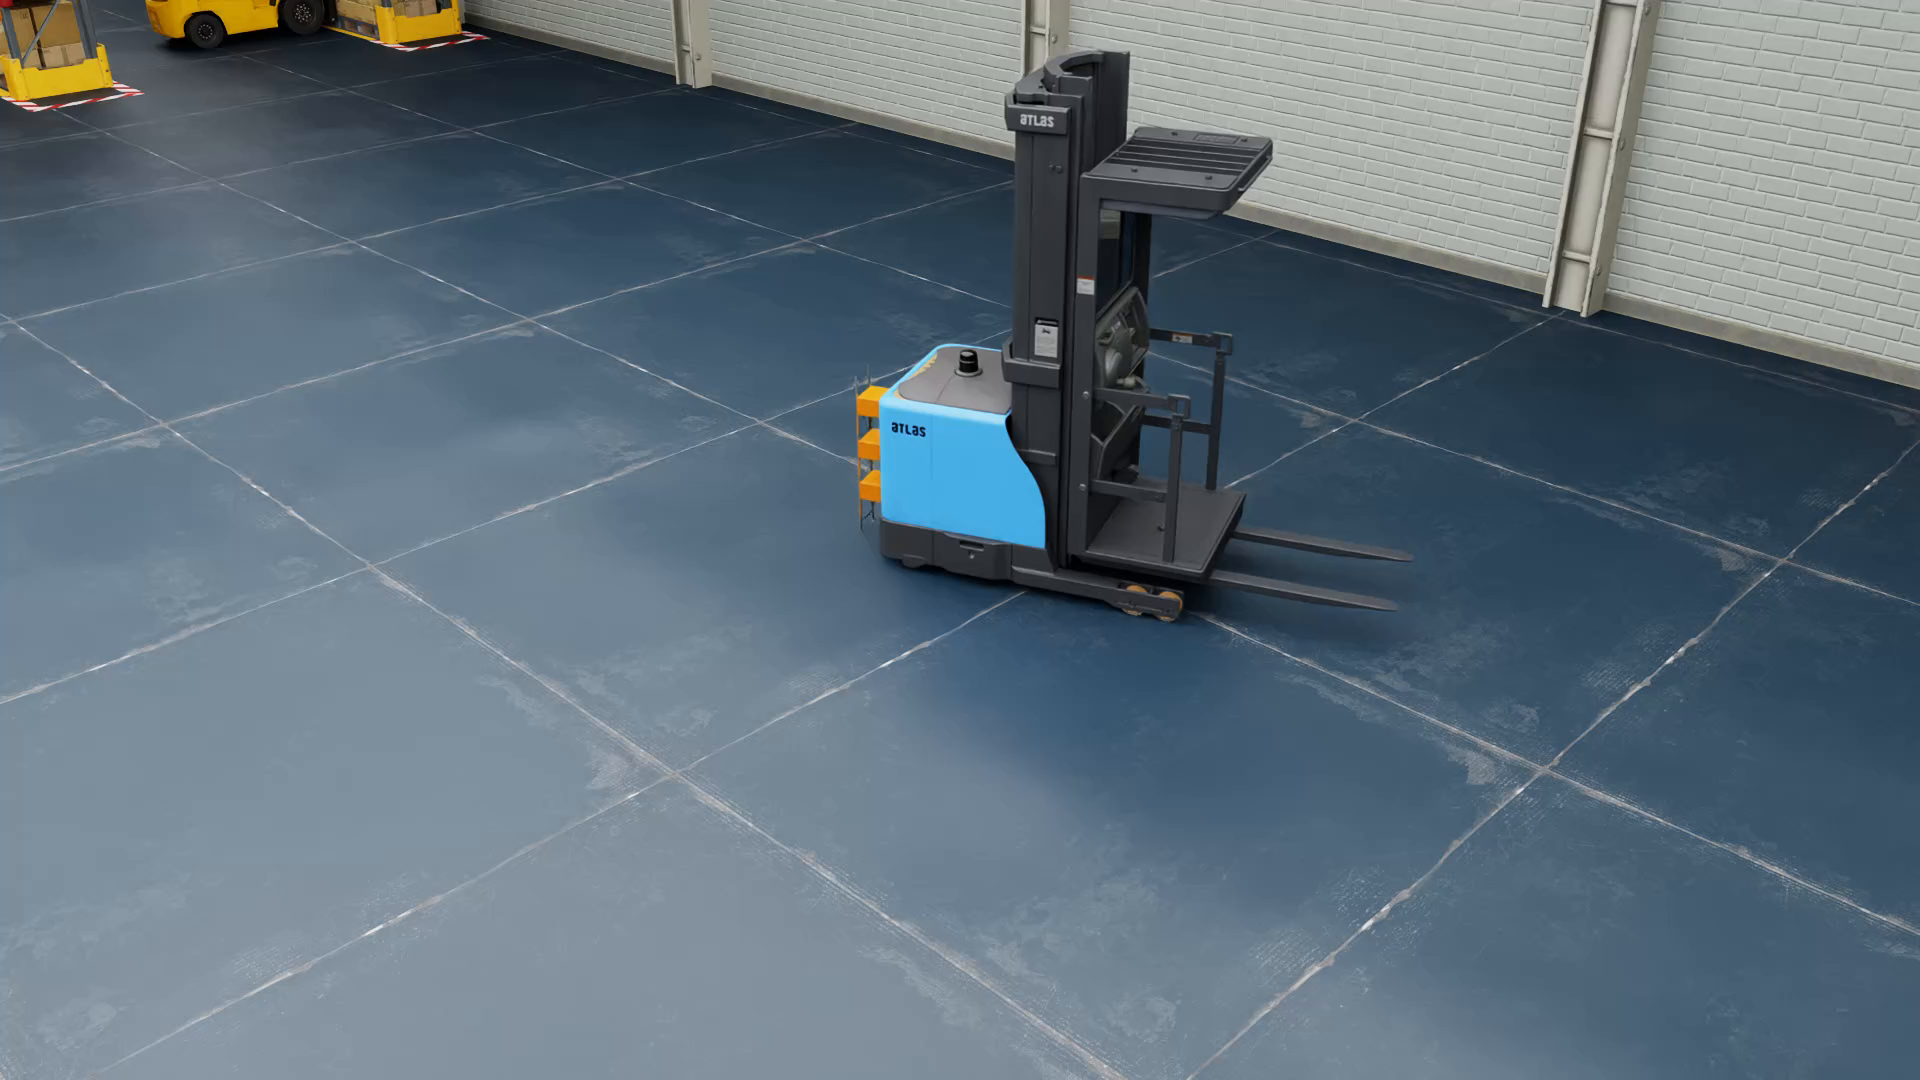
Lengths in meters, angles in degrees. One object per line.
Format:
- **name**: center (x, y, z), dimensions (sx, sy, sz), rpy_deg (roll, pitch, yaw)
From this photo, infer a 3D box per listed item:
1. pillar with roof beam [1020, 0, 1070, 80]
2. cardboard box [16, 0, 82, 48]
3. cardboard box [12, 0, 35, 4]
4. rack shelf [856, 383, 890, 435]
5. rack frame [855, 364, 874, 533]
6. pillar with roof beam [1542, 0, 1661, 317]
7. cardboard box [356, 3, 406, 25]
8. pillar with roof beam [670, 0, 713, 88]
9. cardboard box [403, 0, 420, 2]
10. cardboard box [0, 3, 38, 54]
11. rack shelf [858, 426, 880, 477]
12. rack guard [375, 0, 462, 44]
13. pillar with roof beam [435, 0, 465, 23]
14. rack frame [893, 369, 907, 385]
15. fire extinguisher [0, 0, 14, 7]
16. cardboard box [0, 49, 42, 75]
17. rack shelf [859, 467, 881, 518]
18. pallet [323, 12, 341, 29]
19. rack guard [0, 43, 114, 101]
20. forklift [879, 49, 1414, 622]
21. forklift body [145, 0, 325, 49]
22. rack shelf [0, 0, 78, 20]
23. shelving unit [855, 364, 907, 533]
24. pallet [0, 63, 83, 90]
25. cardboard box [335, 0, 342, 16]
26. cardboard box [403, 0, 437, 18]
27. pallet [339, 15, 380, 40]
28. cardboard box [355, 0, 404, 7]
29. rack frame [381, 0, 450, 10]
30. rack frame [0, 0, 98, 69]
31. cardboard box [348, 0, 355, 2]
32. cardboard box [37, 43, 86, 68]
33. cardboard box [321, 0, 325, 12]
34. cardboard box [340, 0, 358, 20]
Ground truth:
- **pillar with roof beam**: center (-2.151, -6.468, 12.882), dimensions (0.400, 9.000, 9.100), rpy_deg (25, 36, 38)
- **cardboard box**: center (-11.701, -6.646, 21.363), dimensions (0.500, 0.500, 0.500), rpy_deg (23, 36, 37)
- **cardboard box**: center (-12.077, -6.815, 21.685), dimensions (0.500, 0.500, 0.500), rpy_deg (23, 35, 37)
- **rack shelf**: center (-0.469, -0.774, 10.007), dimensions (0.240, 0.259, 0.215), rpy_deg (10, 29, 19)
- **rack frame**: center (-0.582, -0.553, 10.173), dimensions (0.008, 1.050, 0.200), rpy_deg (10, 29, 19)
- **pillar with roof beam**: center (2.127, -4.511, 9.159), dimensions (0.400, 9.000, 9.100), rpy_deg (25, 36, 38)
- **cardboard box**: center (-8.382, -7.648, 24.076), dimensions (0.500, 0.250, 0.500), rpy_deg (25, 37, 39)
- **pillar with roof beam**: center (-6.430, -8.426, 16.606), dimensions (0.400, 9.000, 9.100), rpy_deg (25, 36, 38)
- **cardboard box**: center (-8.015, -8.043, 24.290), dimensions (0.500, 0.250, 0.500), rpy_deg (-25, 36, -38)
- **cardboard box**: center (-12.057, -6.458, 21.006), dimensions (0.500, 0.500, 0.500), rpy_deg (25, 37, 39)
- **rack shelf**: center (-0.469, -0.523, 10.139), dimensions (0.240, 0.259, 0.215), rpy_deg (10, 29, 19)
- **rack guard**: center (-7.808, -7.517, 24.008), dimensions (0.348, 0.500, 1.175), rpy_deg (25, 36, 38)
- **pillar with roof beam**: center (-10.708, -10.384, 20.329), dimensions (0.400, 9.000, 9.100), rpy_deg (25, 36, 38)
- **rack frame**: center (-0.355, -0.512, 10.095), dimensions (0.008, 1.050, 0.200), rpy_deg (10, 29, 19)
- **fire extinguisher**: center (-11.544, -6.758, 19.962), dimensions (0.183, 0.674, 0.296), rpy_deg (25, 36, 38)
- **cardboard box**: center (-12.085, -6.134, 21.195), dimensions (0.500, 0.250, 0.500), rpy_deg (24, 36, 38)
- **rack shelf**: center (-0.469, -0.277, 10.268), dimensions (0.240, 0.259, 0.215), rpy_deg (10, 29, 19)
- **pallet**: center (-9.266, -8.030, 25.295), dimensions (1.213, 0.211, 1.003), rpy_deg (25, 36, 38)
- **rack guard**: center (-11.357, -5.901, 20.935), dimensions (0.348, 0.500, 1.175), rpy_deg (25, 36, 38)
- **forklift**: center (1.090, -1.118, 9.227), dimensions (3.031, 2.935, 1.130), rpy_deg (10, 29, 19)
- **forklift body**: center (-10.456, -8.269, 23.664), dimensions (1.214, 2.155, 2.313), rpy_deg (25, 36, 38)
- **rack shelf**: center (-12.729, -7.317, 21.715), dimensions (4.000, 0.370, 1.077), rpy_deg (25, 36, 38)
- **shelving unit**: center (-0.469, -0.532, 10.134), dimensions (0.252, 1.050, 0.215), rpy_deg (10, 29, 19)
- **pallet**: center (-11.911, -6.050, 21.529), dimensions (1.213, 0.211, 1.003), rpy_deg (25, 36, 38)
- **cardboard box**: center (-9.080, -7.980, 24.706), dimensions (0.500, 0.250, 0.500), rpy_deg (-25, 37, -39)
- **cardboard box**: center (-8.038, -7.825, 24.412), dimensions (0.500, 0.250, 0.500), rpy_deg (25, 37, 39)
- **pallet**: center (-8.400, -7.632, 24.538), dimensions (1.213, 0.211, 1.003), rpy_deg (25, 36, 38)
- **cardboard box**: center (-8.391, -7.876, 23.972), dimensions (0.500, 0.250, 0.500), rpy_deg (24, 36, 38)
- **rack frame**: center (-7.825, -8.631, 23.441), dimensions (0.127, 3.000, 1.000), rpy_deg (25, 36, 38)
- **rack frame**: center (-11.303, -6.982, 20.306), dimensions (0.127, 3.000, 1.000), rpy_deg (25, 36, 38)
- **cardboard box**: center (-8.742, -8.043, 24.290), dimensions (0.500, 0.250, 0.500), rpy_deg (24, 36, 38)
- **cardboard box**: center (-11.684, -6.306, 21.523), dimensions (0.500, 0.250, 0.500), rpy_deg (24, 36, 38)
- **cardboard box**: center (-9.466, -8.142, 25.014), dimensions (0.500, 0.250, 0.500), rpy_deg (-24, 36, -38)
- **cardboard box**: center (-8.730, -7.814, 24.390), dimensions (0.500, 0.250, 0.500), rpy_deg (25, 36, 38)
